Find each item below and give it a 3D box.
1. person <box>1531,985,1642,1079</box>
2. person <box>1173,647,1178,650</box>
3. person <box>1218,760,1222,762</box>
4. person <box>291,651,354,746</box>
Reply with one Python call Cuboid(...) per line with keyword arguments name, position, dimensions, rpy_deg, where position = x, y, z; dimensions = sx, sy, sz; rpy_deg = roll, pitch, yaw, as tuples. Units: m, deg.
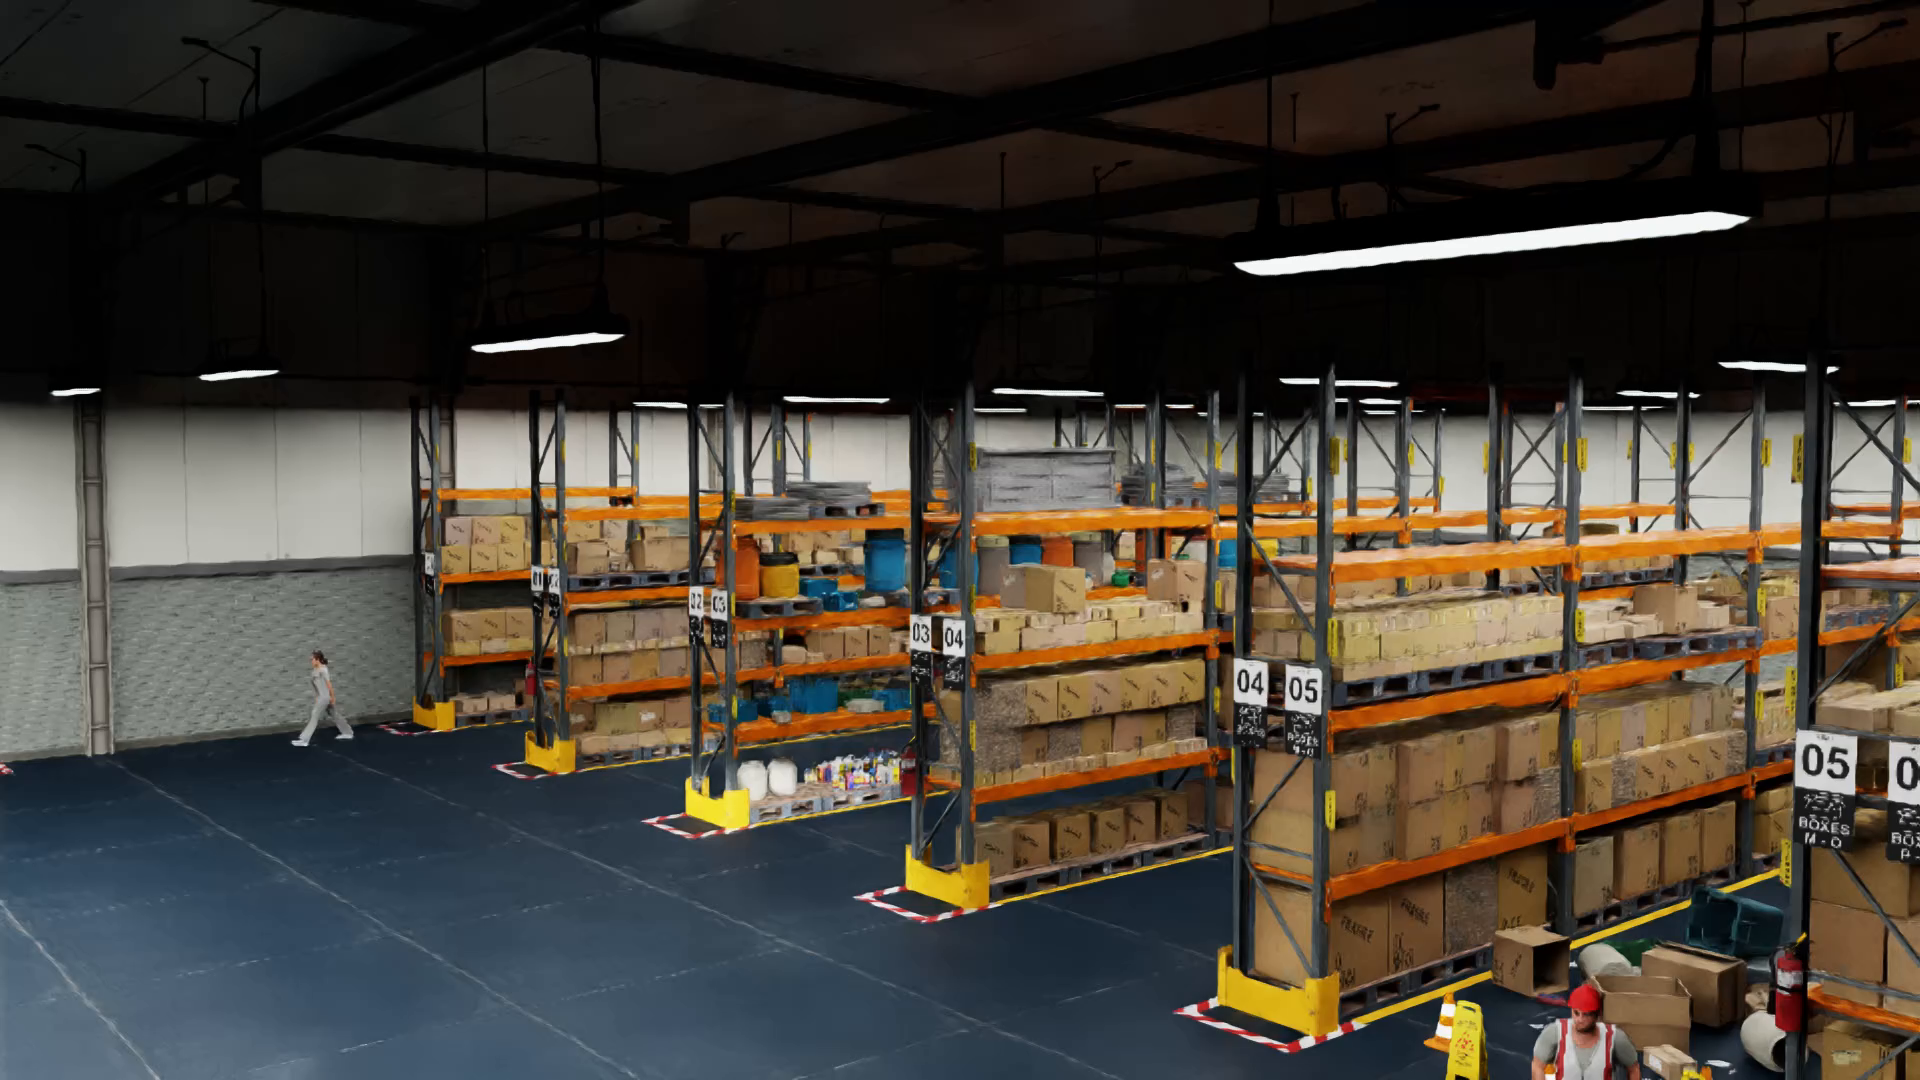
Cuboid(name="person", position=(4.012, 3.666, 10.633), dimensions=(0.678, 1.725, 0.789), rpy_deg=(2, 4, 31))
Cuboid(name="person", position=(4.535, 2.253, 33.770), dimensions=(0.390, 1.792, 0.668), rpy_deg=(3, 5, 42))
Cuboid(name="person", position=(3.974, 2.777, 26.826), dimensions=(0.512, 1.628, 0.639), rpy_deg=(-3, 5, -43))
Cuboid(name="person", position=(-10.920, 2.680, 28.420), dimensions=(1.109, 1.584, 0.446), rpy_deg=(-3, 4, -37))
